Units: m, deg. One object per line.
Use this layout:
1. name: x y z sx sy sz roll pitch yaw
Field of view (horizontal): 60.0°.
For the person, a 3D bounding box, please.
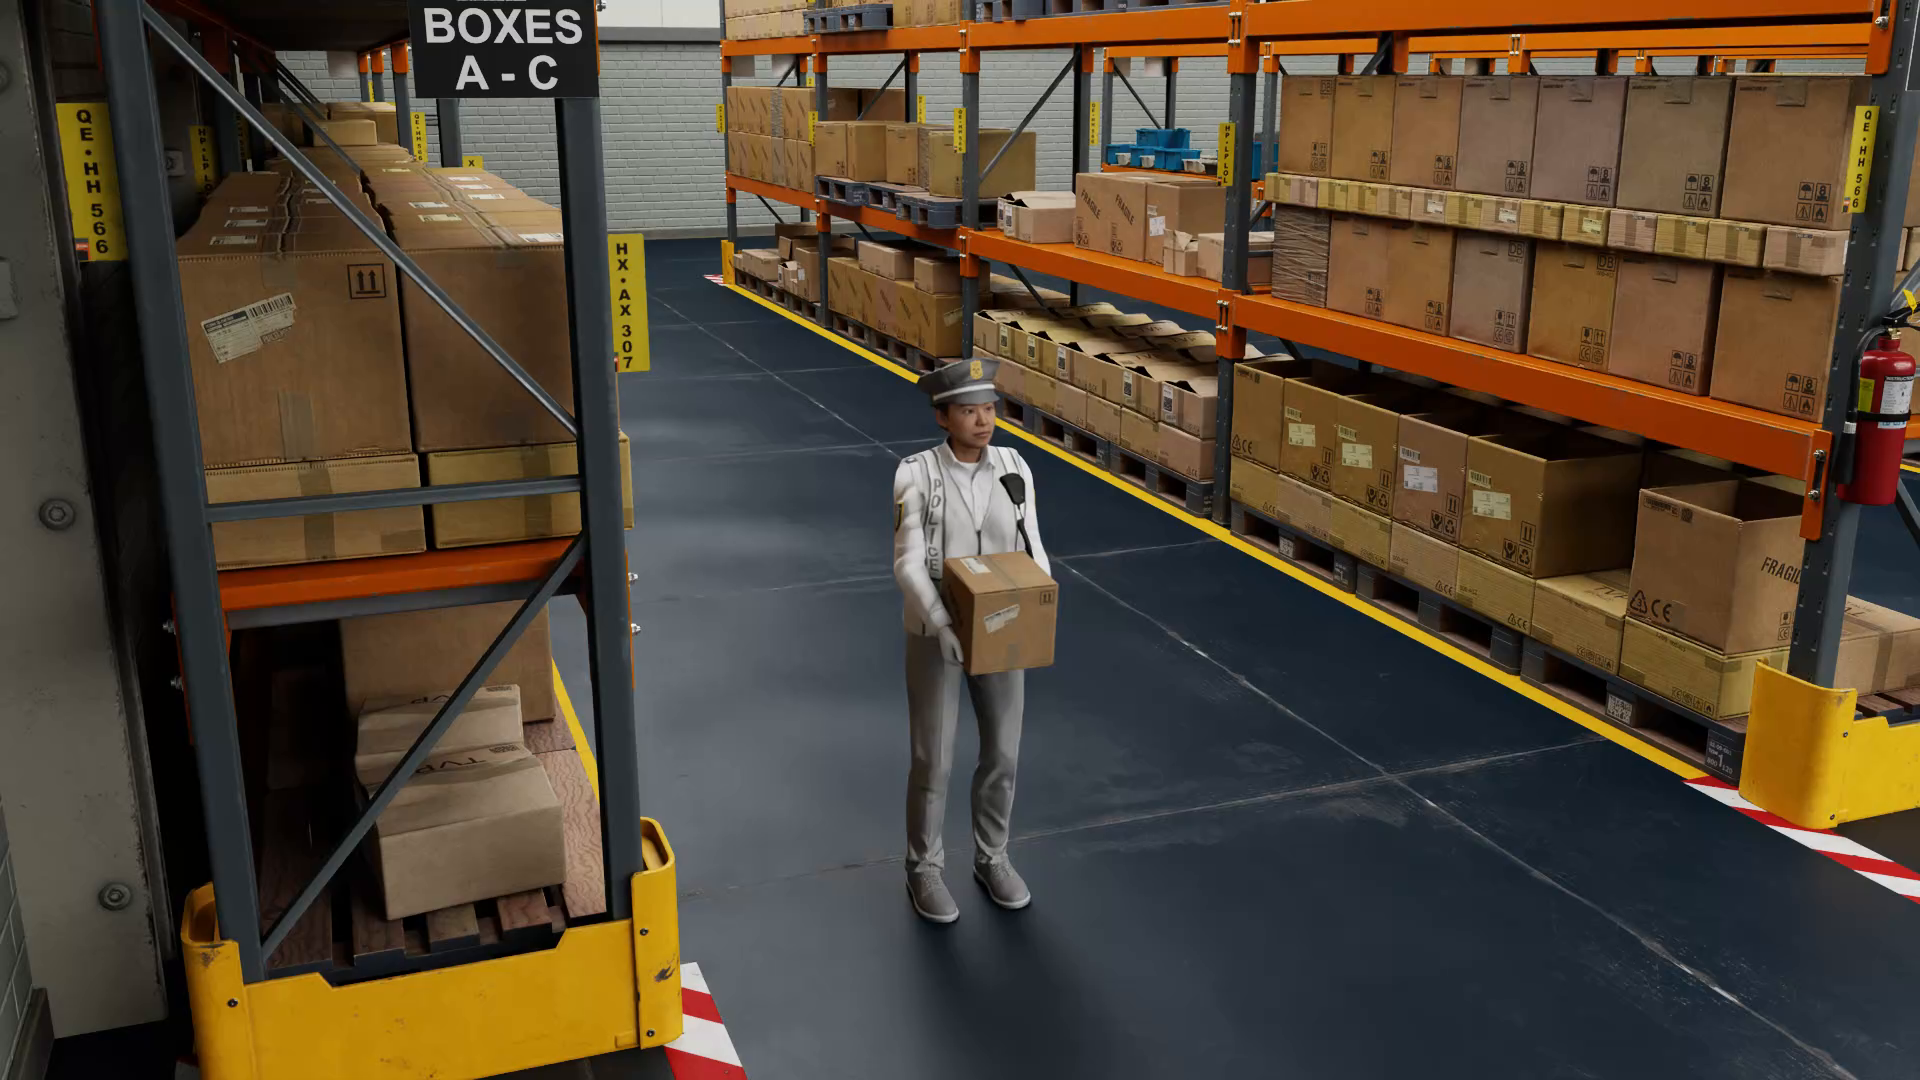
1. person: 0.022 -0.134 4.856 0.372 0.819 0.362 -6 17 -19
